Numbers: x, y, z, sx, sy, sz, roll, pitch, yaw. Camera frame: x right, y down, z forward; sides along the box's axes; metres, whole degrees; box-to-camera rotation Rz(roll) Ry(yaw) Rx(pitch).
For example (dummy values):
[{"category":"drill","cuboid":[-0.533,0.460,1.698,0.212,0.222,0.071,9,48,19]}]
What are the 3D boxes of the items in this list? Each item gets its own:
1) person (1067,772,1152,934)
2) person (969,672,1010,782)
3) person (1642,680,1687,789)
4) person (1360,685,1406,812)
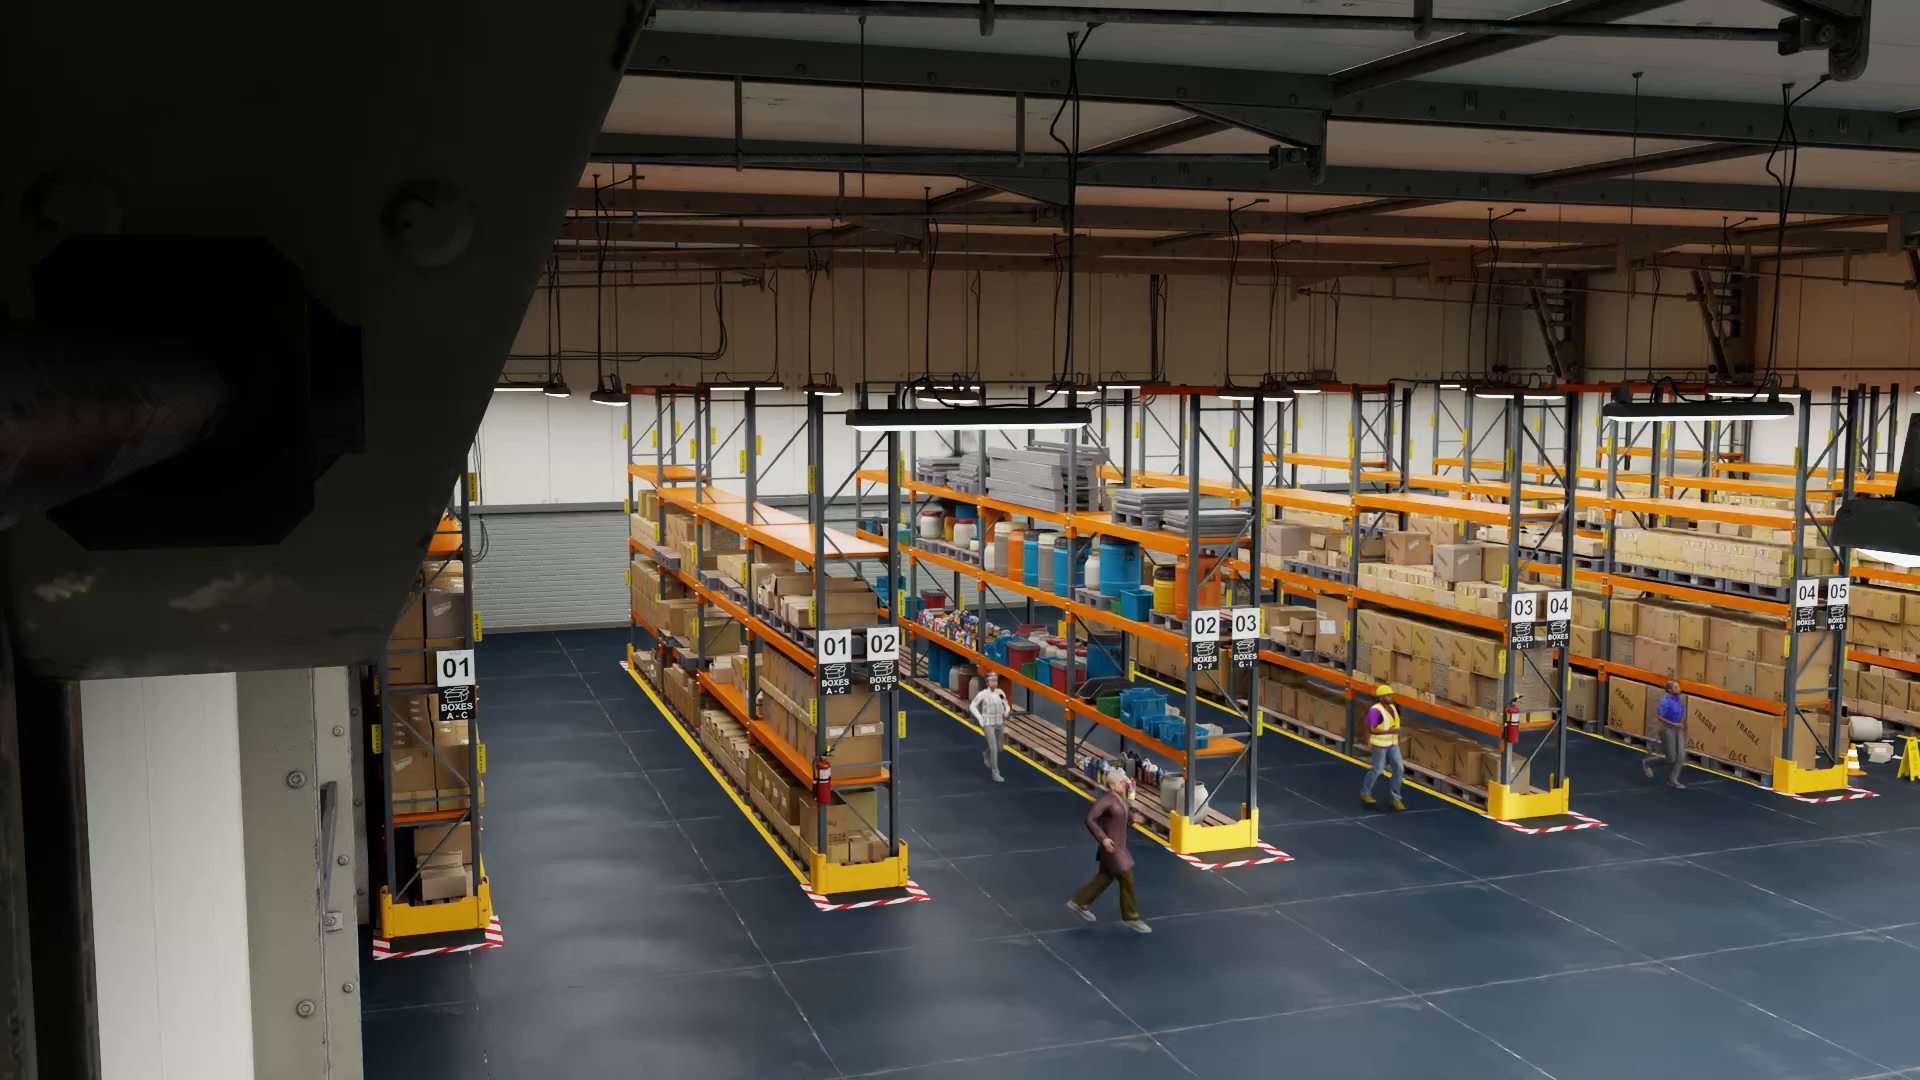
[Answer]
[{"category":"person","cuboid":[1.722,3.504,18.794,0.938,1.813,0.681,1,6,12]},{"category":"person","cuboid":[0.488,2.849,25.681,0.626,1.665,0.804,-3,7,-26]},{"category":"person","cuboid":[10.752,2.923,25.236,0.578,1.618,0.684,-5,7,-37]},{"category":"person","cuboid":[6.092,2.989,23.901,0.707,1.842,0.716,-4,7,-36]}]
